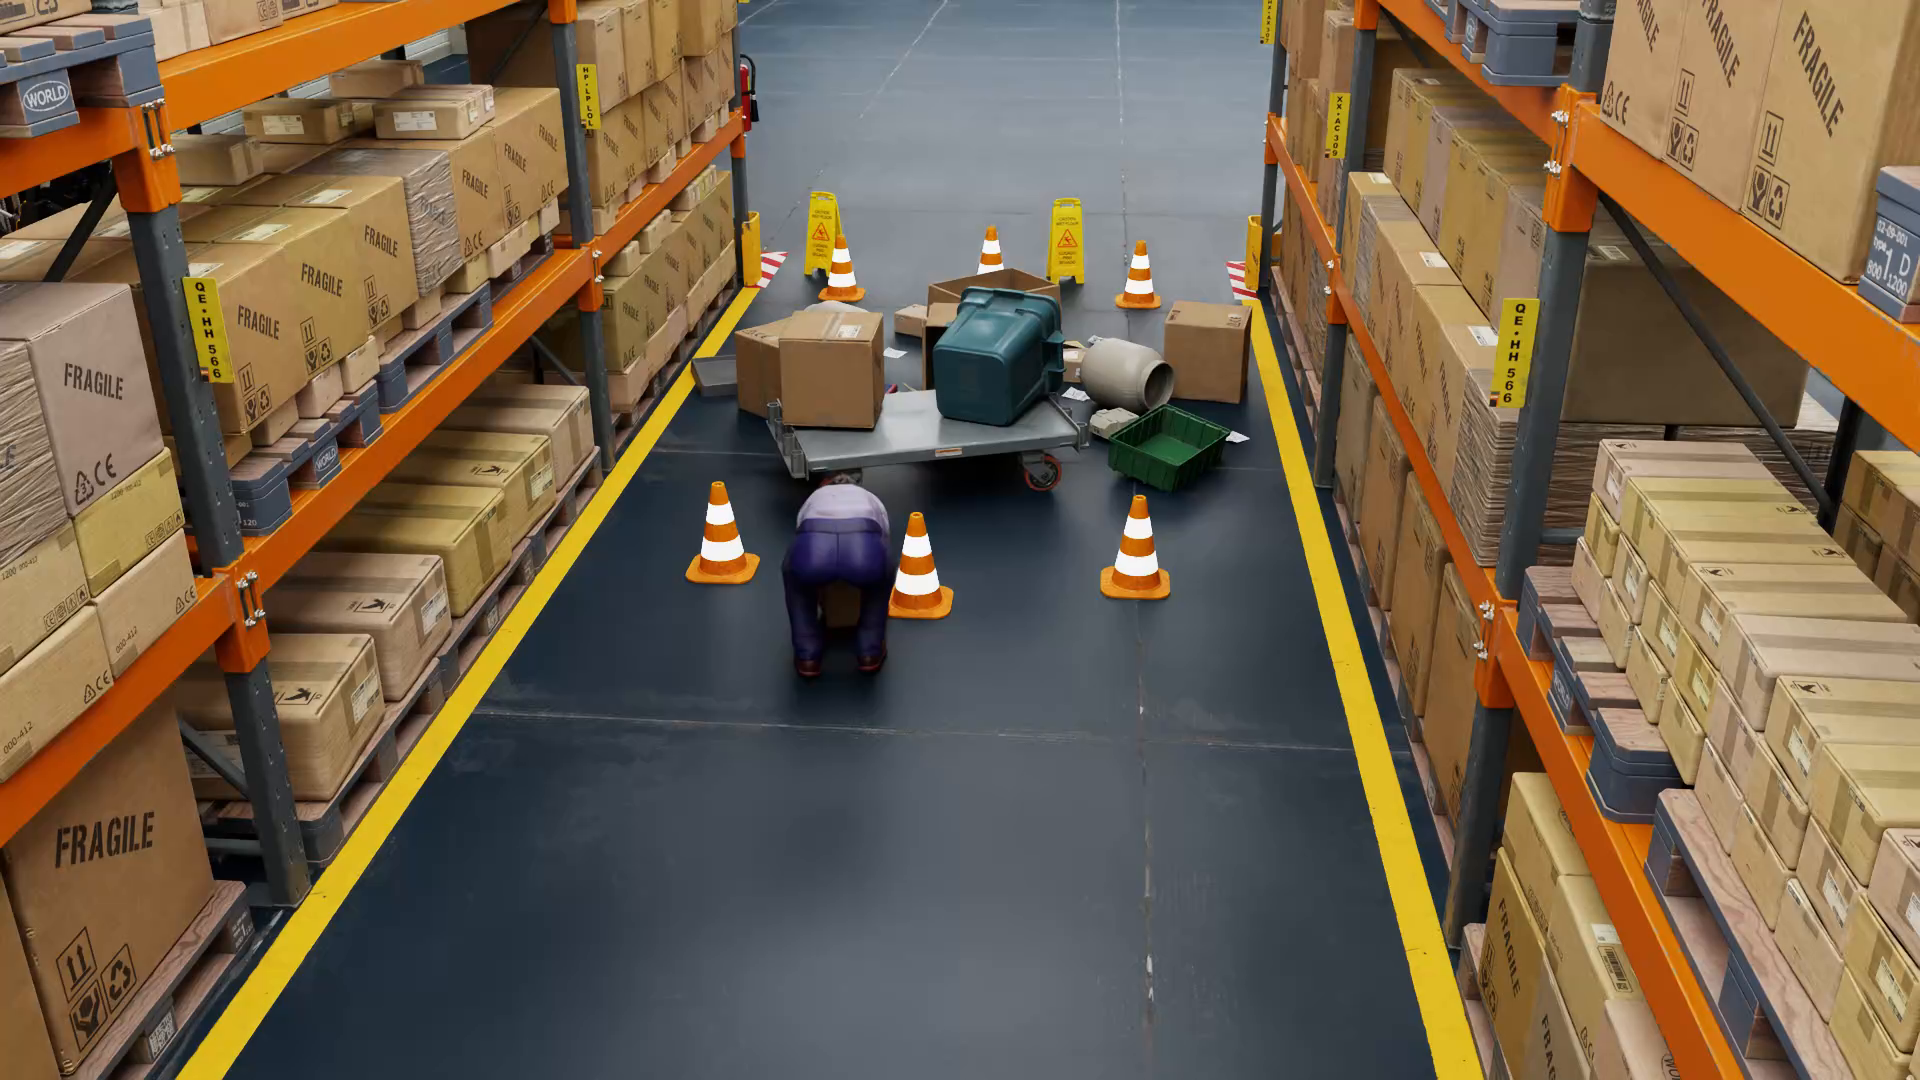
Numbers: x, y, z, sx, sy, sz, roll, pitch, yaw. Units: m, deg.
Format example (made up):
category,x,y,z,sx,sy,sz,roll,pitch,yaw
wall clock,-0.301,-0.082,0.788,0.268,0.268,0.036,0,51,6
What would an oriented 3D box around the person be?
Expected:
category,x,y,z,sx,sy,sz,roll,pitch,yaw
person,-0.535,0.136,7.355,0.515,0.808,0.904,-1,25,-2
